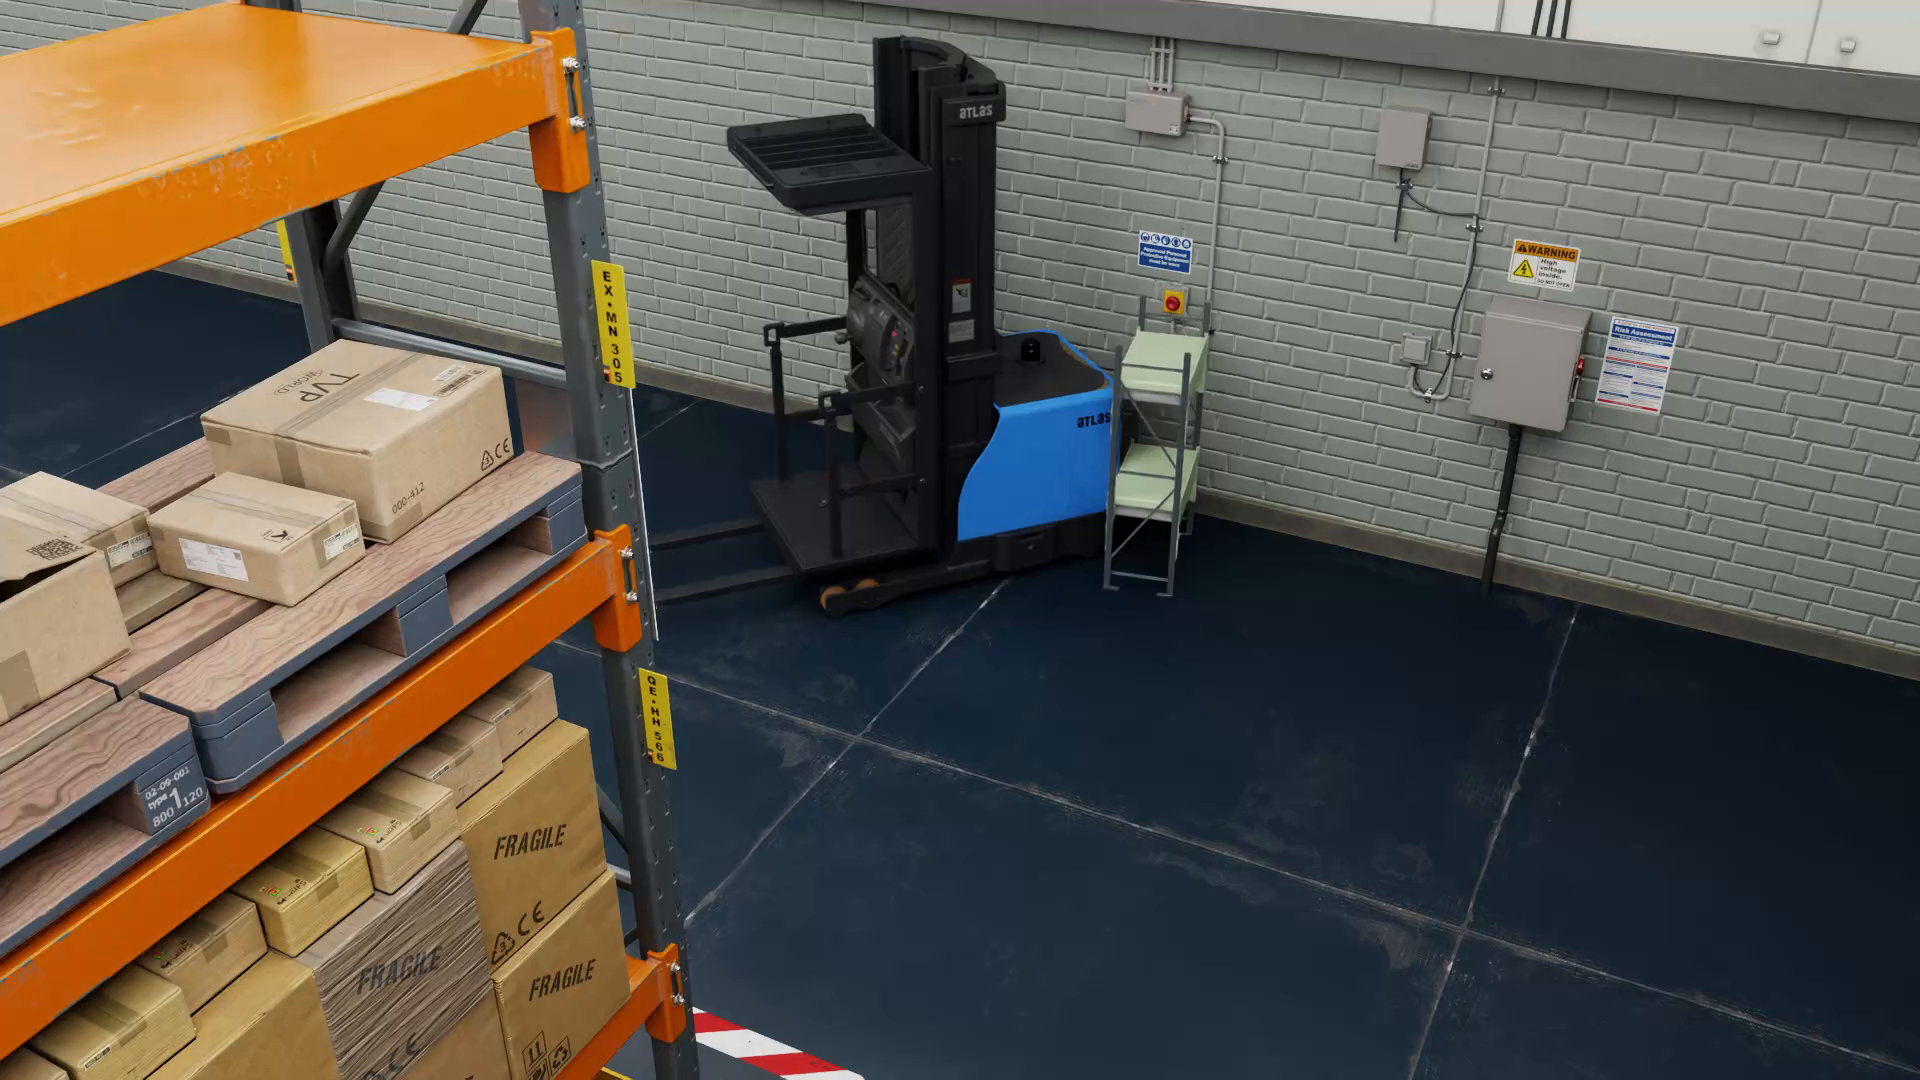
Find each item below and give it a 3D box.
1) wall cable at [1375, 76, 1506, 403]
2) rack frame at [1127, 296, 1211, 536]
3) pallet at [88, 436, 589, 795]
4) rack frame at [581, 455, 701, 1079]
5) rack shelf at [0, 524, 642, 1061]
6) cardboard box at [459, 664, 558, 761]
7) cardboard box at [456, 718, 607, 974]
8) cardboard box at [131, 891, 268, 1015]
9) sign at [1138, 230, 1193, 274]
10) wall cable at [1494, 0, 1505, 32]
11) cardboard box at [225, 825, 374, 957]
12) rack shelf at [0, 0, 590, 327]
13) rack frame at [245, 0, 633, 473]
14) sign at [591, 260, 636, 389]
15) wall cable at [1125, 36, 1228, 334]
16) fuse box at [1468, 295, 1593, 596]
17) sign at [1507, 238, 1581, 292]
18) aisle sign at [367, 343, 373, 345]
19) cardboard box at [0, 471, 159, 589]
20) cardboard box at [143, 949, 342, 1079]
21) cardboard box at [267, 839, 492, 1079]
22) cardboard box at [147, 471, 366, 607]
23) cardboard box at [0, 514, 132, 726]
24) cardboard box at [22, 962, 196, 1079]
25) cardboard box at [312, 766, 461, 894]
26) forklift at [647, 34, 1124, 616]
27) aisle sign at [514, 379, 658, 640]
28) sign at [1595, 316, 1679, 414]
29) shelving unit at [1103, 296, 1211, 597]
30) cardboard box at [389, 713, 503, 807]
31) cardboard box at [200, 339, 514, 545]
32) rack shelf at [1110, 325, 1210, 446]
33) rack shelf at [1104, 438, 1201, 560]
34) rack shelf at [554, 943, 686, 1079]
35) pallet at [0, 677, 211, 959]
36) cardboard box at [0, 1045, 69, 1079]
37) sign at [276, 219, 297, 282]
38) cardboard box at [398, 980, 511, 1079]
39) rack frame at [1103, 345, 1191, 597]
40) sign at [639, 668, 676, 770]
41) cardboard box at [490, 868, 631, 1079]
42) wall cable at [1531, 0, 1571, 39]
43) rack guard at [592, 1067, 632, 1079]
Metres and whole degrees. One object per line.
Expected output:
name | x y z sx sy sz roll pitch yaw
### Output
wall cable | 2.475 -1.642 8.868 0.588 1.984 0.122 14 33 23
rack frame | 1.215 -0.706 9.764 0.400 1.500 0.023 8 31 13
pallet | -1.670 0.056 4.008 1.003 0.211 1.213 14 33 23
rack frame | -1.341 0.987 5.310 1.000 3.000 0.127 14 33 23
rack shelf | -2.252 0.885 3.198 1.077 0.370 4.000 14 33 23
cardboard box | -1.326 0.433 4.519 0.380 0.149 0.250 15 33 24
cardboard box | -1.349 0.777 4.570 0.500 0.500 0.500 15 33 25
cardboard box | -1.797 0.887 3.729 0.380 0.149 0.250 14 33 23
sign | 1.192 -1.674 9.671 0.327 0.218 0.001 14 33 23
wall cable | 1.668 -4.029 8.019 2.355 3.000 0.029 14 33 23
cardboard box | -1.614 0.787 3.902 0.380 0.149 0.250 15 33 24
rack shelf | -2.252 -0.243 2.551 1.077 0.370 4.000 14 33 23
rack frame | -1.341 -1.615 3.816 1.000 3.000 0.127 14 33 23
sign | -0.864 -0.534 4.137 0.100 0.325 0.005 14 33 23
wall cable | 1.207 -1.972 9.411 0.585 1.953 0.123 14 33 23
fuse box | 3.011 -0.418 9.051 0.539 1.711 0.414 14 33 23
sign | 3.056 -1.440 8.706 0.339 0.242 0.001 14 33 23
aisle sign | -1.566 -0.238 4.833 0.394 0.787 0.004 14 33 23
cardboard box | -2.041 0.000 3.747 0.380 0.149 0.250 16 33 25
cardboard box | -1.789 1.234 3.774 0.500 0.500 0.500 14 33 23
cardboard box | -1.561 1.016 4.155 0.500 0.500 0.500 14 33 23
cardboard box | -1.586 -0.007 3.758 0.380 0.149 0.250 12 32 19
cardboard box | -2.067 0.151 3.320 0.500 0.311 0.500 15 33 24
cardboard box | -1.859 1.011 3.512 0.380 0.149 0.250 15 33 24
cardboard box | -1.463 0.684 4.081 0.380 0.149 0.250 14 33 23
forklift | -0.623 -1.143 9.087 3.031 2.935 1.130 -12 32 -19
aisle sign | -1.032 -0.102 4.596 0.394 0.787 0.004 14 33 23
sign | 3.545 -0.916 8.718 0.329 0.494 0.001 14 33 23
shelving unit | 1.118 -0.531 9.458 0.431 1.500 0.755 8 31 13
cardboard box | -1.420 0.551 4.313 0.380 0.149 0.250 15 33 24
cardboard box | -1.466 -0.255 4.088 0.500 0.250 0.500 11 32 19
rack shelf | 1.118 -0.869 9.264 0.431 0.370 0.720 8 31 13
rack shelf | 1.118 -0.248 9.621 0.431 0.370 0.720 8 31 13
rack shelf | -2.252 2.185 3.945 1.077 0.370 4.000 14 33 23
pallet | -2.224 0.598 3.063 1.003 0.211 1.213 14 33 23
cardboard box | -1.995 1.123 3.317 0.380 0.149 0.250 15 33 25
sign | -1.832 -0.856 4.550 0.100 0.325 0.005 14 33 23
cardboard box | -1.567 1.436 4.427 0.500 0.500 0.500 14 33 22
rack frame | 1.020 -0.355 9.152 0.400 1.500 0.023 8 31 13
sign | -0.864 0.511 4.738 0.100 0.325 0.005 14 33 23
cardboard box | -1.325 1.217 4.808 0.500 0.500 0.500 14 33 24
wall cable | 4.131 -3.396 6.881 2.988 3.039 0.133 14 33 23
rack guard | -1.330 2.060 5.951 1.175 0.500 0.348 14 33 23
